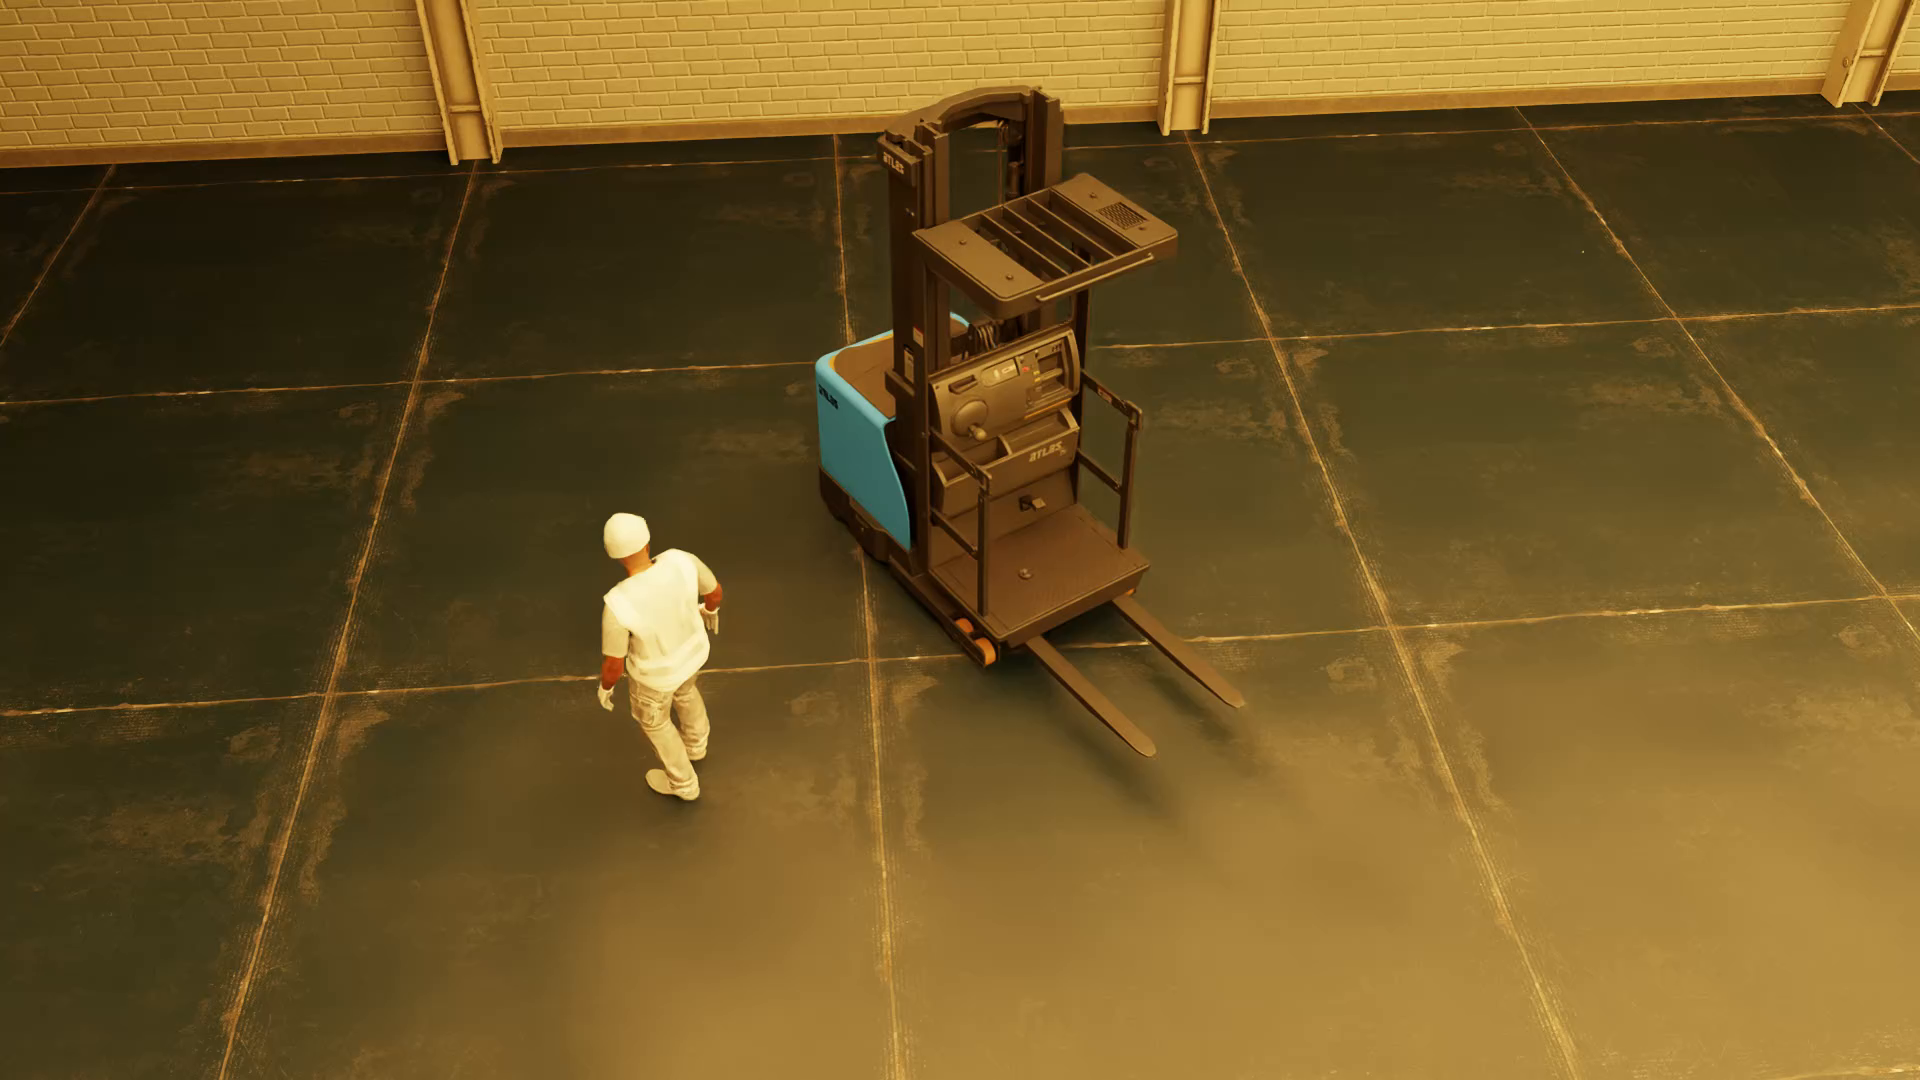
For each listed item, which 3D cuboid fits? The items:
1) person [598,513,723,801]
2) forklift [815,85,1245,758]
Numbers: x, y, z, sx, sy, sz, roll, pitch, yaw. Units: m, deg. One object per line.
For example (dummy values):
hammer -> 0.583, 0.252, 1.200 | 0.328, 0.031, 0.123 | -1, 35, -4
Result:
person -> -1.501, 0.550, 8.192 | 0.499, 1.767, 0.764 | 26, 47, 27
forklift -> 0.379, -0.759, 8.825 | 1.130, 2.935, 3.031 | -24, 46, -26
